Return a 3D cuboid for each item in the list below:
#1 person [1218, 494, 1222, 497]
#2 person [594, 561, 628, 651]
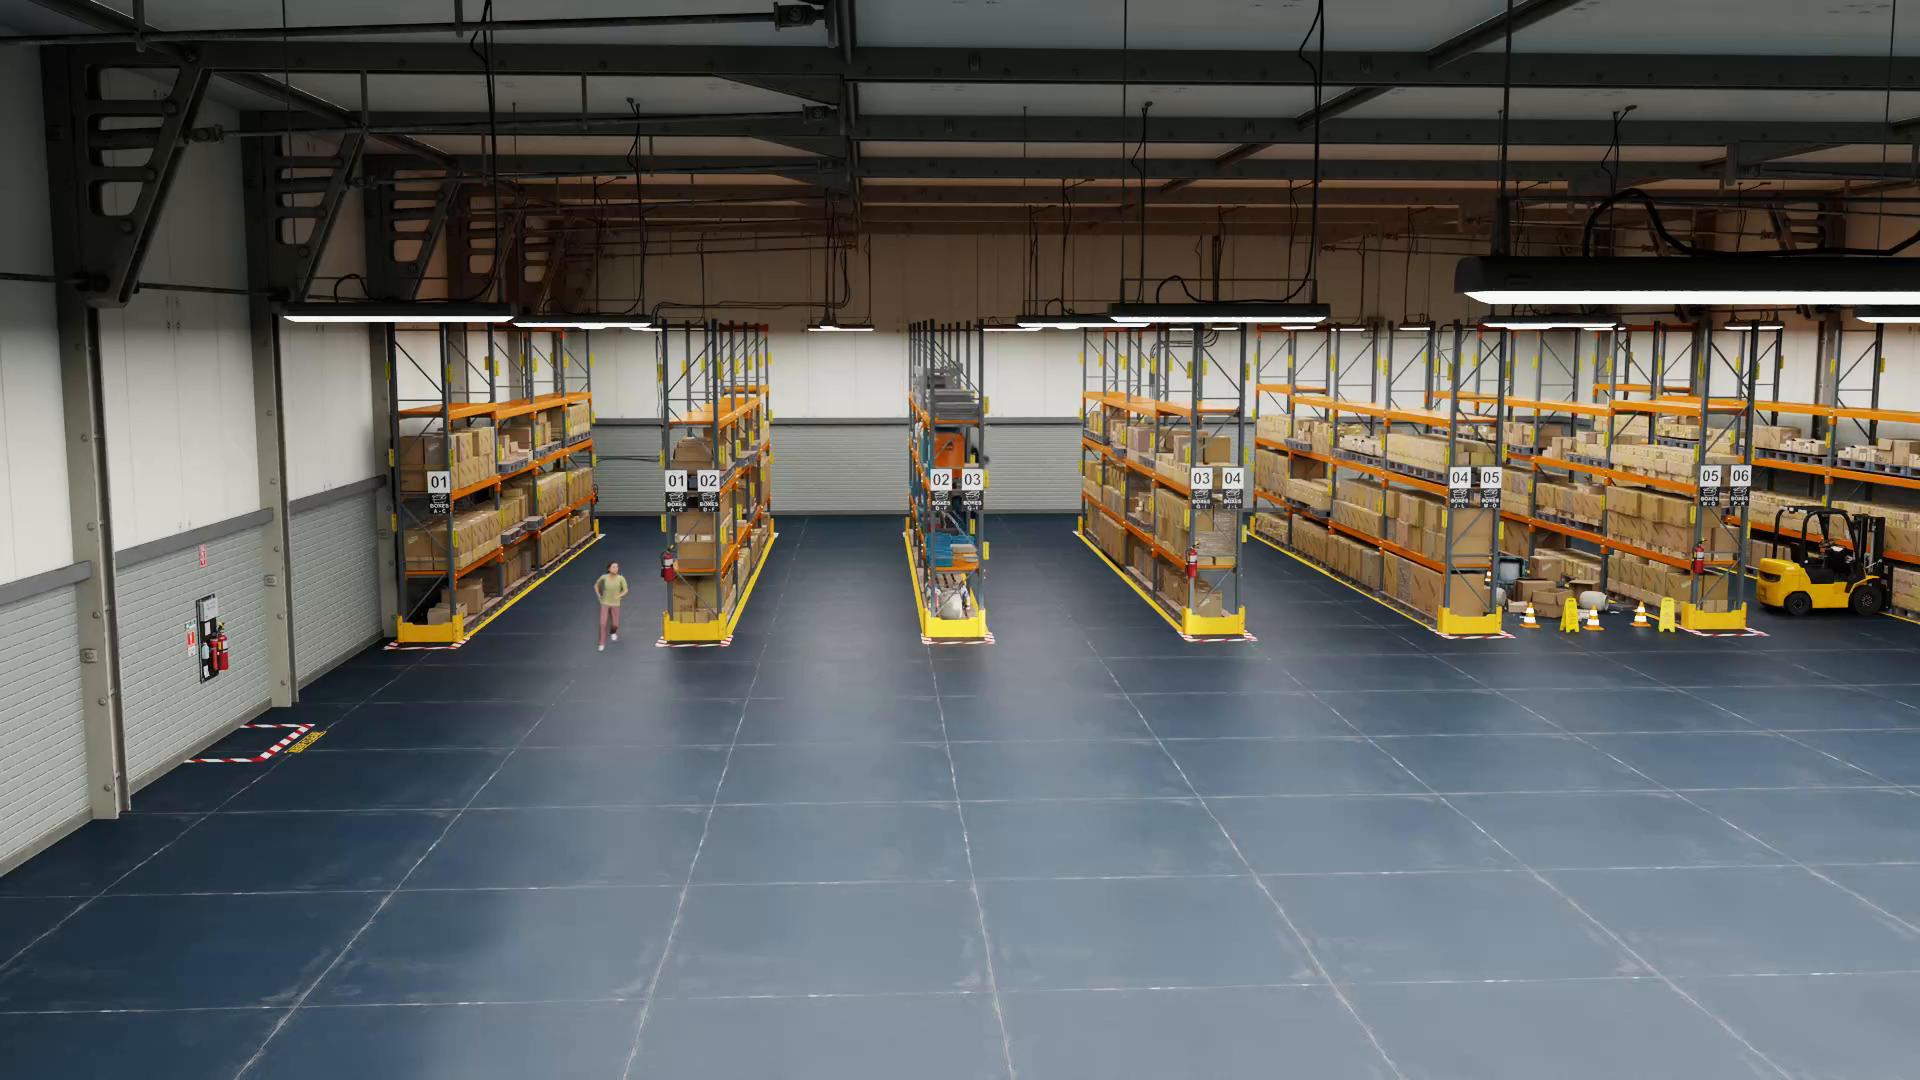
[{"bbox_3d":[7.362,-0.760,45.418,0.728,1.713,0.790,0,7,4],"label":"person"},{"bbox_3d":[-6.404,1.182,30.541,0.602,1.614,0.679,-2,7,-14],"label":"person"}]
